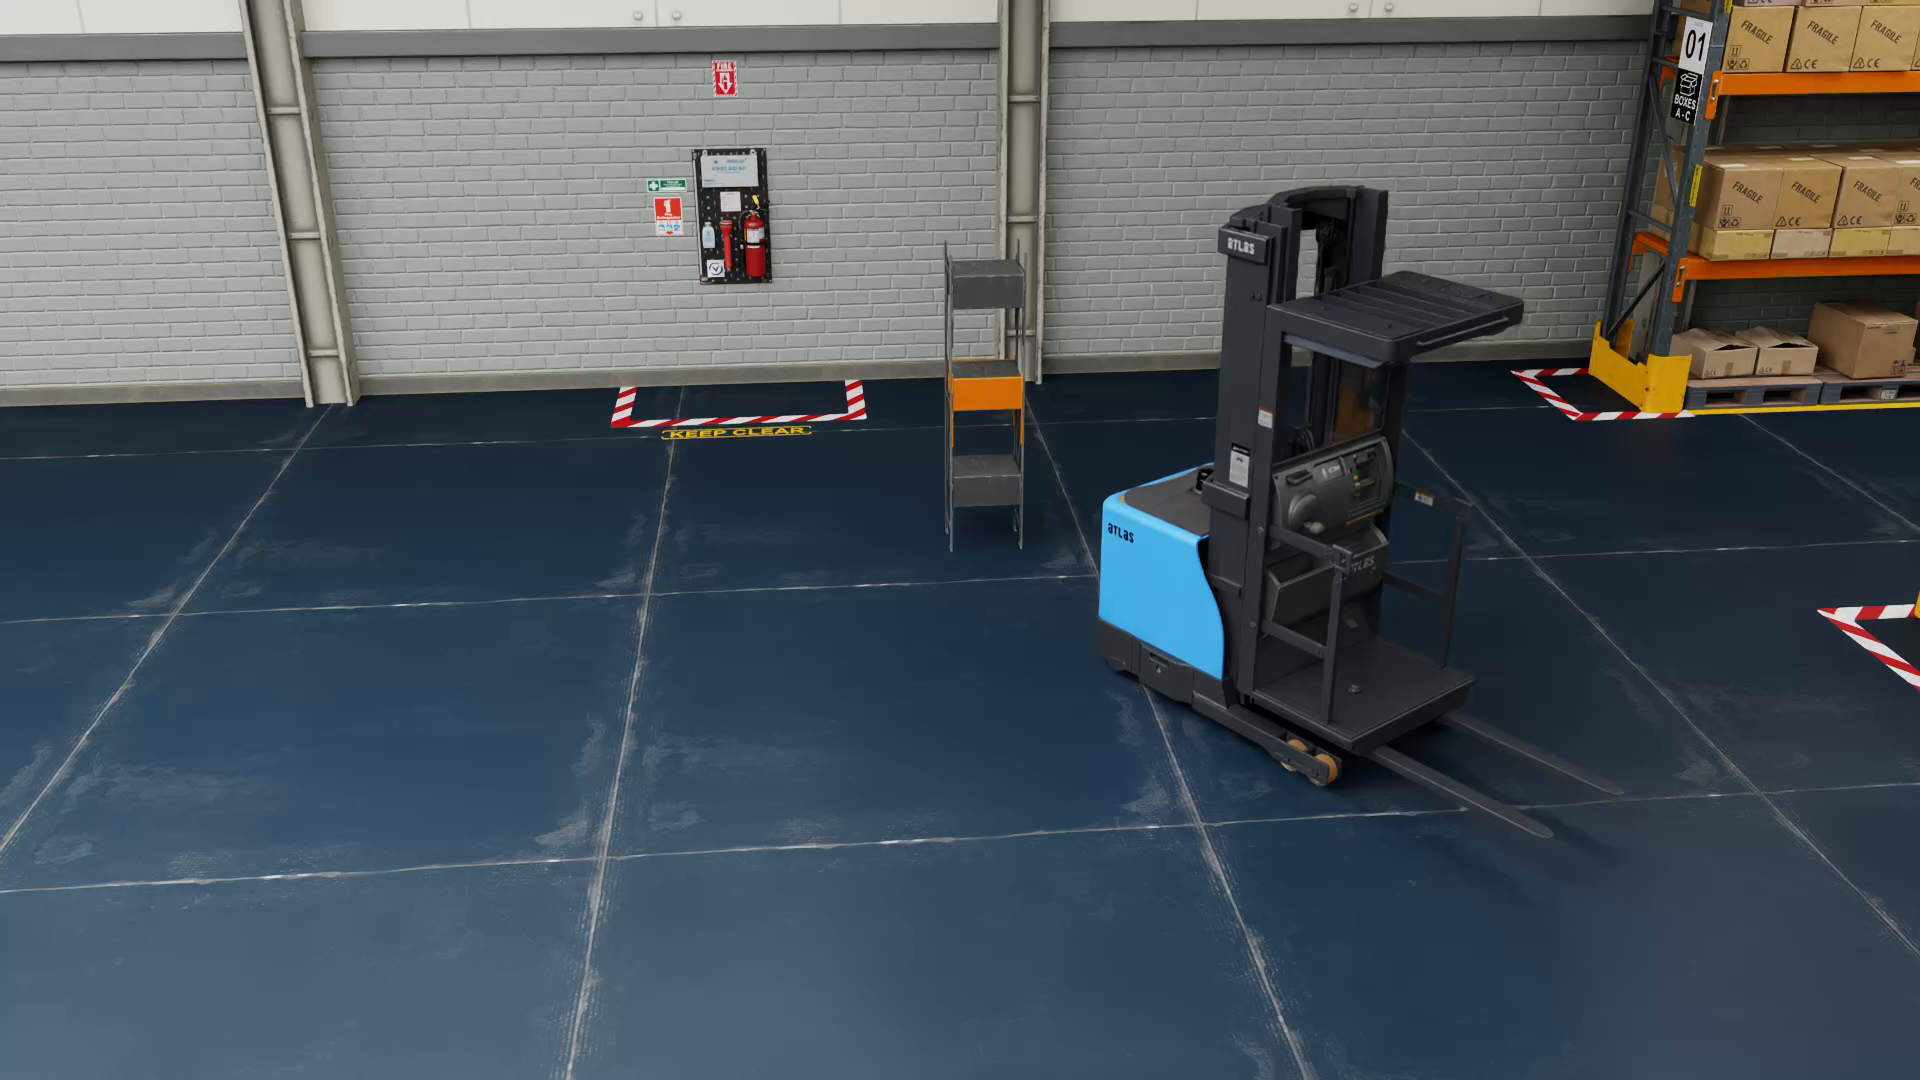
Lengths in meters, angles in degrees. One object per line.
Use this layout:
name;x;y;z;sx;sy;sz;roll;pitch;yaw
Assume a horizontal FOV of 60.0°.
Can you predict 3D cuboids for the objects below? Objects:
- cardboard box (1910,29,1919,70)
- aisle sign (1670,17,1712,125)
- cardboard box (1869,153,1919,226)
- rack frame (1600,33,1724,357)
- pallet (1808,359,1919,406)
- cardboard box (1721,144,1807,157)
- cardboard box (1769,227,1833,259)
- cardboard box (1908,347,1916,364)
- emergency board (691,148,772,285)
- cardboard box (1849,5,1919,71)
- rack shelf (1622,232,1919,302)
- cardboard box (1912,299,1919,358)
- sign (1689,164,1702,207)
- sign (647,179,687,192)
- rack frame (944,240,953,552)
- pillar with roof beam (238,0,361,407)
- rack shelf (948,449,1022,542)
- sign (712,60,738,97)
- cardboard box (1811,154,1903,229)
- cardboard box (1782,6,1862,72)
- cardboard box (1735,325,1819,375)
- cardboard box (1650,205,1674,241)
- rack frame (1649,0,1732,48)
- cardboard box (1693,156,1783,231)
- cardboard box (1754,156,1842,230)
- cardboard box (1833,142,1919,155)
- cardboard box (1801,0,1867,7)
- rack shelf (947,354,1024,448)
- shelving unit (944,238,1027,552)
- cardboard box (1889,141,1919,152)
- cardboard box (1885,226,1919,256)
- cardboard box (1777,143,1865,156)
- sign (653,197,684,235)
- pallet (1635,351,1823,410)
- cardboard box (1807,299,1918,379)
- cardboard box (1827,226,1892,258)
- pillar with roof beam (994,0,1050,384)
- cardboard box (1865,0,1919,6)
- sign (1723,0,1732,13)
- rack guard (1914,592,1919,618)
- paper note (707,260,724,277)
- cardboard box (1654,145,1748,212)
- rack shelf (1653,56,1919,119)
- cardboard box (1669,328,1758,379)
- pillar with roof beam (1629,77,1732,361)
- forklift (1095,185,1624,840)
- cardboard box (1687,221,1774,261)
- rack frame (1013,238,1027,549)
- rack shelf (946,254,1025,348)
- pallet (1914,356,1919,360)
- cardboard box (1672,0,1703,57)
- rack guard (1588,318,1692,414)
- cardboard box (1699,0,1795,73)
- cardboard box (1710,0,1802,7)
cardboard box;7.826;-4.083;13.402;0.500;0.500;0.500;-1;24;-2
aisle sign;5.841;-3.749;13.292;0.004;0.787;0.394;-2;24;-5
cardboard box;7.908;-2.926;13.876;0.500;0.500;0.500;-2;24;-3
rack frame;5.883;-2.686;14.099;0.127;3.000;1.000;-2;24;-5
pallet;7.982;-1.480;14.820;1.213;0.211;1.003;-2;24;-5
cardboard box;6.833;-3.090;14.245;0.500;0.500;0.500;-2;24;-4
cardboard box;6.915;-2.544;13.940;0.500;0.250;0.500;-3;24;-7
cardboard box;8.270;-1.688;14.822;0.250;0.149;0.380;-4;24;-9
emergency board;-1.939;-2.740;14.222;0.643;1.169;0.194;-2;24;-5
cardboard box;7.295;-4.053;13.334;0.500;0.500;0.500;-1;24;-3
rack shelf;7.874;-2.437;14.425;4.000;0.370;1.077;-2;24;-5
cardboard box;8.835;-1.846;14.747;0.500;0.500;0.500;-4;24;-9
sign;5.937;-2.862;13.430;0.005;0.325;0.100;-2;24;-5
sign;-2.494;-3.015;14.144;0.331;0.109;0.001;-2;24;-5
rack frame;-0.078;-0.956;11.316;0.015;2.100;0.400;-2;24;-5
pillar with roof beam;-5.024;-3.585;8.737;0.400;9.000;9.100;-2;24;-5
rack shelf;0.165;-0.314;11.628;0.480;0.518;0.431;-2;24;-5
sign;-1.957;-3.840;13.841;0.199;0.298;0.001;-2;24;-5
cardboard box;7.395;-2.900;13.819;0.500;0.500;0.500;-3;24;-7
cardboard box;6.779;-4.030;13.284;0.500;0.500;0.500;-1;24;-2
cardboard box;7.148;-1.672;14.587;0.500;0.311;0.500;0;24;-1
cardboard box;6.329;-2.723;14.344;0.500;0.250;0.500;-2;24;-4
rack frame;5.883;-5.427;12.880;0.127;3.000;1.000;-2;24;-5
cardboard box;6.388;-2.866;13.743;0.500;0.500;0.500;-2;24;-5
cardboard box;6.881;-2.882;13.778;0.500;0.500;0.500;-2;24;-5
cardboard box;7.849;-3.132;14.341;0.500;0.500;0.500;-2;24;-4
cardboard box;6.795;-4.485;13.075;0.500;0.500;0.500;-3;24;-6
rack shelf;0.165;-0.954;11.344;0.480;0.518;0.431;-2;24;-5
shelving unit;0.165;-0.966;11.338;0.503;2.100;0.431;-2;24;-5
cardboard box;8.364;-3.157;14.397;0.500;0.500;0.500;-2;24;-4
cardboard box;7.926;-2.581;14.024;0.500;0.250;0.500;-2;24;-5
cardboard box;7.347;-3.112;14.295;0.500;0.500;0.500;-3;24;-7
sign;-2.500;-2.776;14.259;0.234;0.329;0.001;-2;24;-5
pallet;6.771;-1.432;14.713;1.213;0.211;1.003;-2;24;-5
cardboard box;7.883;-1.767;14.569;0.500;0.500;0.700;-4;24;-8
cardboard box;7.423;-2.562;13.980;0.500;0.250;0.500;-3;24;-6
pillar with roof beam;0.947;-3.825;9.276;0.400;9.000;9.100;-2;24;-5
cardboard box;7.304;-4.510;13.131;0.500;0.500;0.500;-2;24;-4
sign;5.937;-4.236;12.819;0.005;0.325;0.100;-2;24;-5
rack guard;6.350;0.460;10.100;0.348;0.500;1.175;-2;24;-5
paper note;-2.122;-2.359;14.448;0.142;0.148;0.016;-2;24;-5
cardboard box;6.331;-3.074;14.209;0.500;0.500;0.500;-3;24;-6
rack shelf;7.874;-3.807;13.815;4.000;0.370;1.077;-2;24;-5
cardboard box;6.581;-1.649;14.536;0.500;0.311;0.500;-5;24;-11
pillar with roof beam;6.918;-4.064;9.815;0.400;9.000;9.100;-2;24;-5
forklift;2.131;-0.265;8.737;1.130;2.935;3.031;-18;30;-35
cardboard box;6.400;-2.517;13.880;0.500;0.250;0.500;-3;24;-7
rack frame;0.408;-0.976;11.360;0.015;2.100;0.400;-2;24;-5
rack shelf;0.165;-1.593;11.060;0.480;0.518;0.431;-2;24;-5
pallet;9.199;-1.530;14.932;1.213;0.211;1.003;-2;24;-5
cardboard box;6.274;-4.230;13.733;0.500;0.500;0.500;-1;24;-1
rack guard;5.959;-1.546;14.613;0.348;0.500;1.175;-2;24;-5
cardboard box;6.241;-4.023;13.268;0.500;0.500;0.500;-2;24;-4
cardboard box;6.290;-4.485;13.076;0.500;0.500;0.500;-4;24;-9
